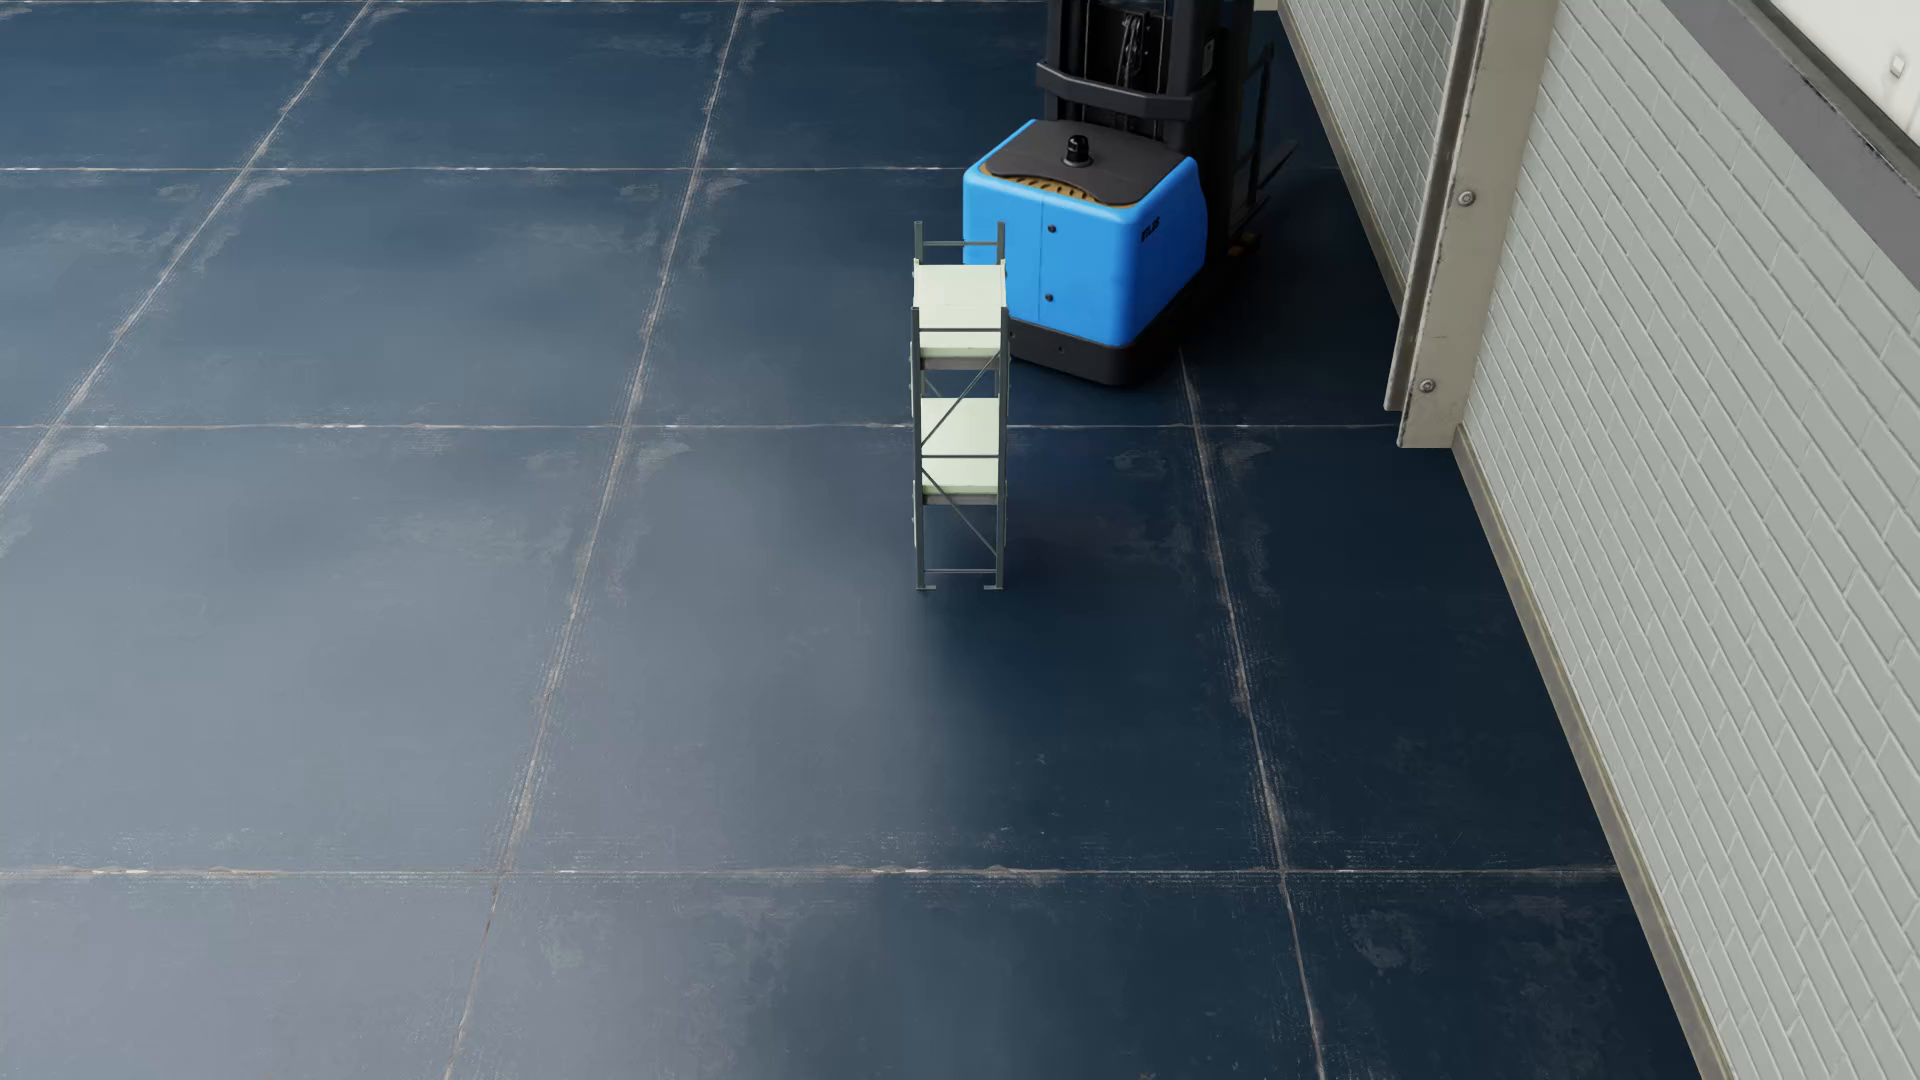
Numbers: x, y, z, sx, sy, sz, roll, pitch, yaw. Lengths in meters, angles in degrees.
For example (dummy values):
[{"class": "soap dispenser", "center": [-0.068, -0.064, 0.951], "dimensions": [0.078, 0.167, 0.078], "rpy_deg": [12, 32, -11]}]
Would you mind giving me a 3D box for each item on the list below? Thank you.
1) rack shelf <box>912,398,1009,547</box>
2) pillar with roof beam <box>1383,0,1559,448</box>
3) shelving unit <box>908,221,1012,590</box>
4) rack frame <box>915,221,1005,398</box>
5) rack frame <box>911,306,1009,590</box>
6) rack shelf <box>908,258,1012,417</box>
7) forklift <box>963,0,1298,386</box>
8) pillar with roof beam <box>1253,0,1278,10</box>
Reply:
[{"class": "rack shelf", "center": [0.000, -0.335, 7.736], "dimensions": [0.431, 0.370, 0.720], "rpy_deg": [0, 39, 0]}, {"class": "pillar with roof beam", "center": [-1.885, -4.109, 5.928], "dimensions": [9.100, 9.000, 0.400], "rpy_deg": [0, 39, 0]}, {"class": "shelving unit", "center": [0.000, -0.589, 7.532], "dimensions": [0.431, 1.500, 0.755], "rpy_deg": [0, 39, 0]}, {"class": "rack frame", "center": [0.000, -0.818, 7.817], "dimensions": [0.400, 1.500, 0.023], "rpy_deg": [0, 39, 0]}, {"class": "rack frame", "center": [0.000, -0.361, 7.246], "dimensions": [0.400, 1.500, 0.023], "rpy_deg": [0, 39, 0]}, {"class": "rack shelf", "center": [0.000, -0.894, 7.288], "dimensions": [0.431, 0.370, 0.720], "rpy_deg": [0, 39, 0]}, {"class": "forklift", "center": [1.173, -2.873, 9.236], "dimensions": [1.130, 2.935, 3.031], "rpy_deg": [20, 43, 23]}, {"class": "pillar with roof beam", "center": [-1.892, -7.862, 10.610], "dimensions": [9.100, 9.000, 0.400], "rpy_deg": [0, 39, 0]}]
